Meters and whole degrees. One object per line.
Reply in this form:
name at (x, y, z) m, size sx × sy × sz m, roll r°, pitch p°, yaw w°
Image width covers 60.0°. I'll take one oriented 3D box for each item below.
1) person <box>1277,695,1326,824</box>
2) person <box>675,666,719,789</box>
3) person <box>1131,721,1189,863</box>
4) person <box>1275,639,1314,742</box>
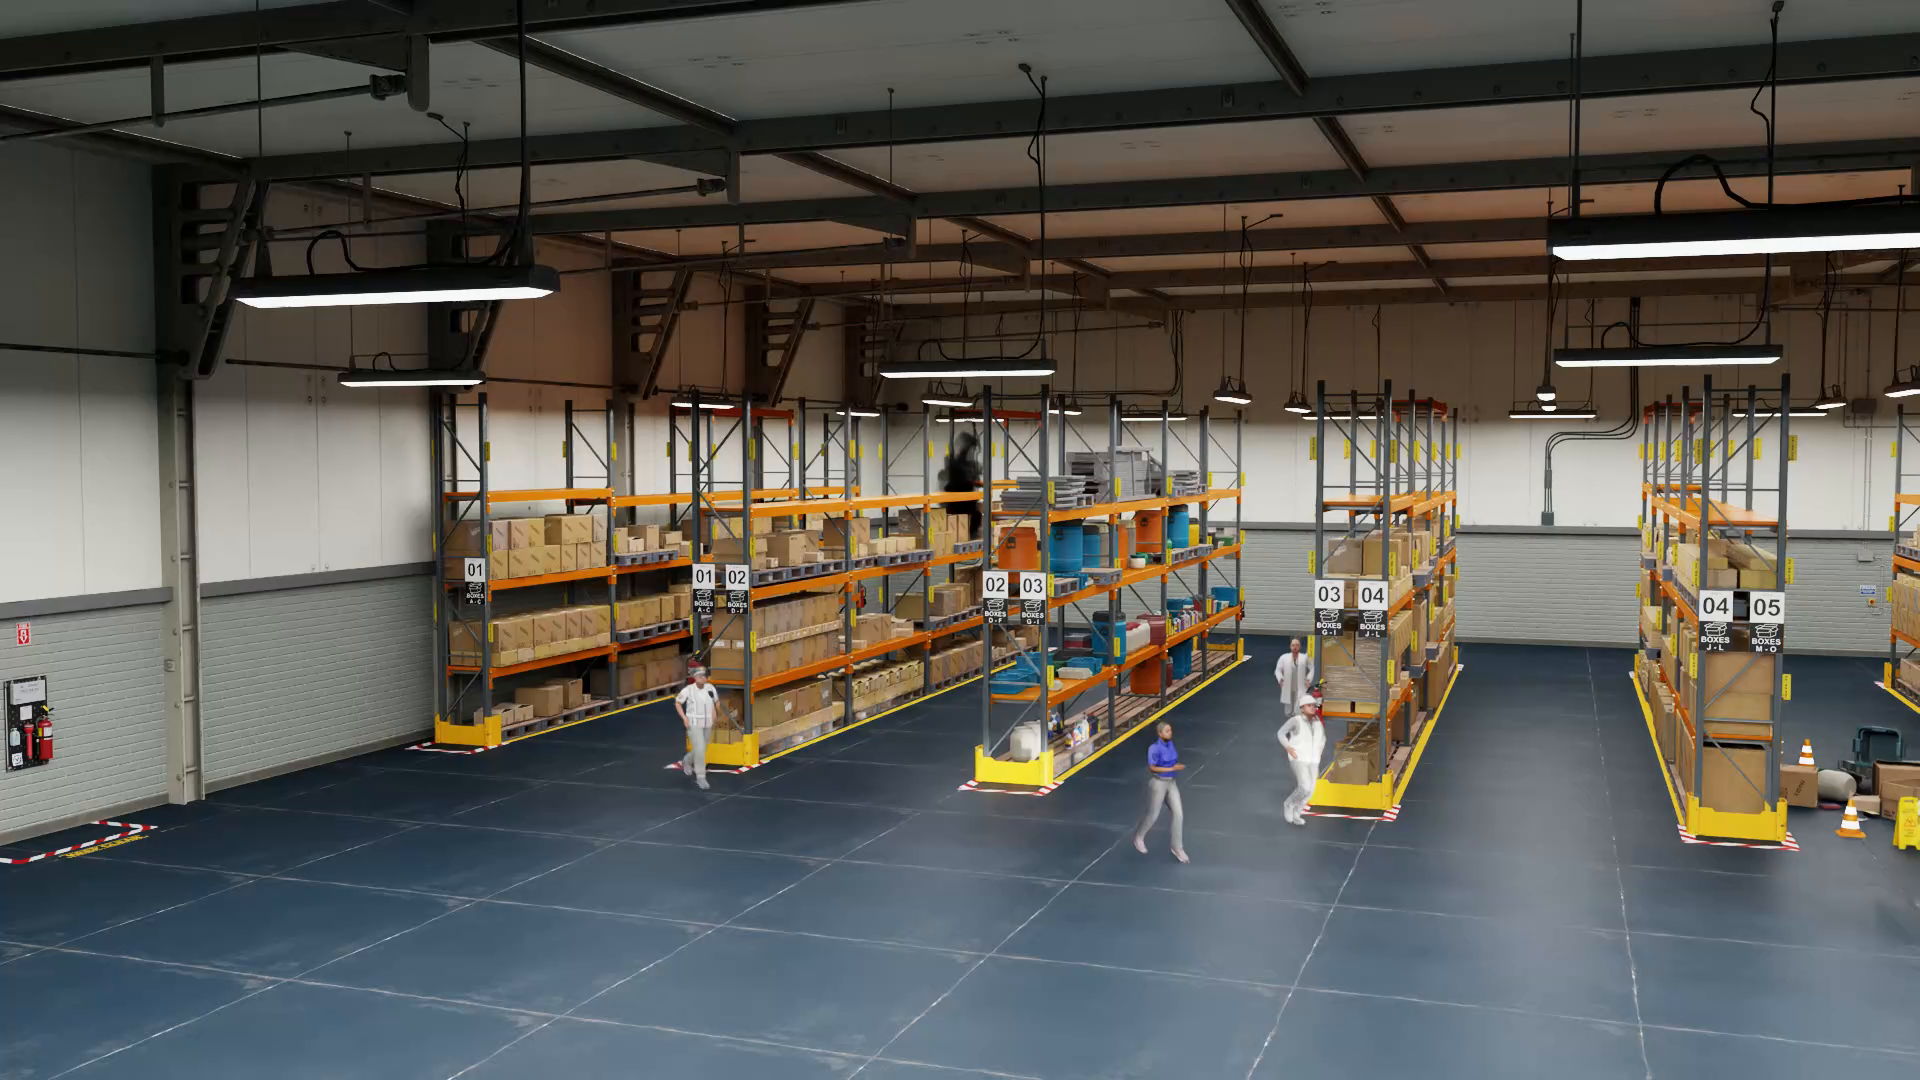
person at (4.640, 2.944, 22.256) m, size 0.689 × 1.728 × 0.532 m, roll -1°, pitch 3°, yaw -22°
person at (-3.923, 2.776, 25.008) m, size 0.674 × 1.793 × 0.857 m, roll -3°, pitch 4°, yaw -40°
person at (2.462, 3.076, 20.458) m, size 0.578 × 1.711 × 0.817 m, roll -3°, pitch 4°, yaw -41°
person at (5.816, 2.596, 28.832) m, size 0.709 × 1.752 × 0.869 m, roll 1°, pitch 3°, yaw 15°
